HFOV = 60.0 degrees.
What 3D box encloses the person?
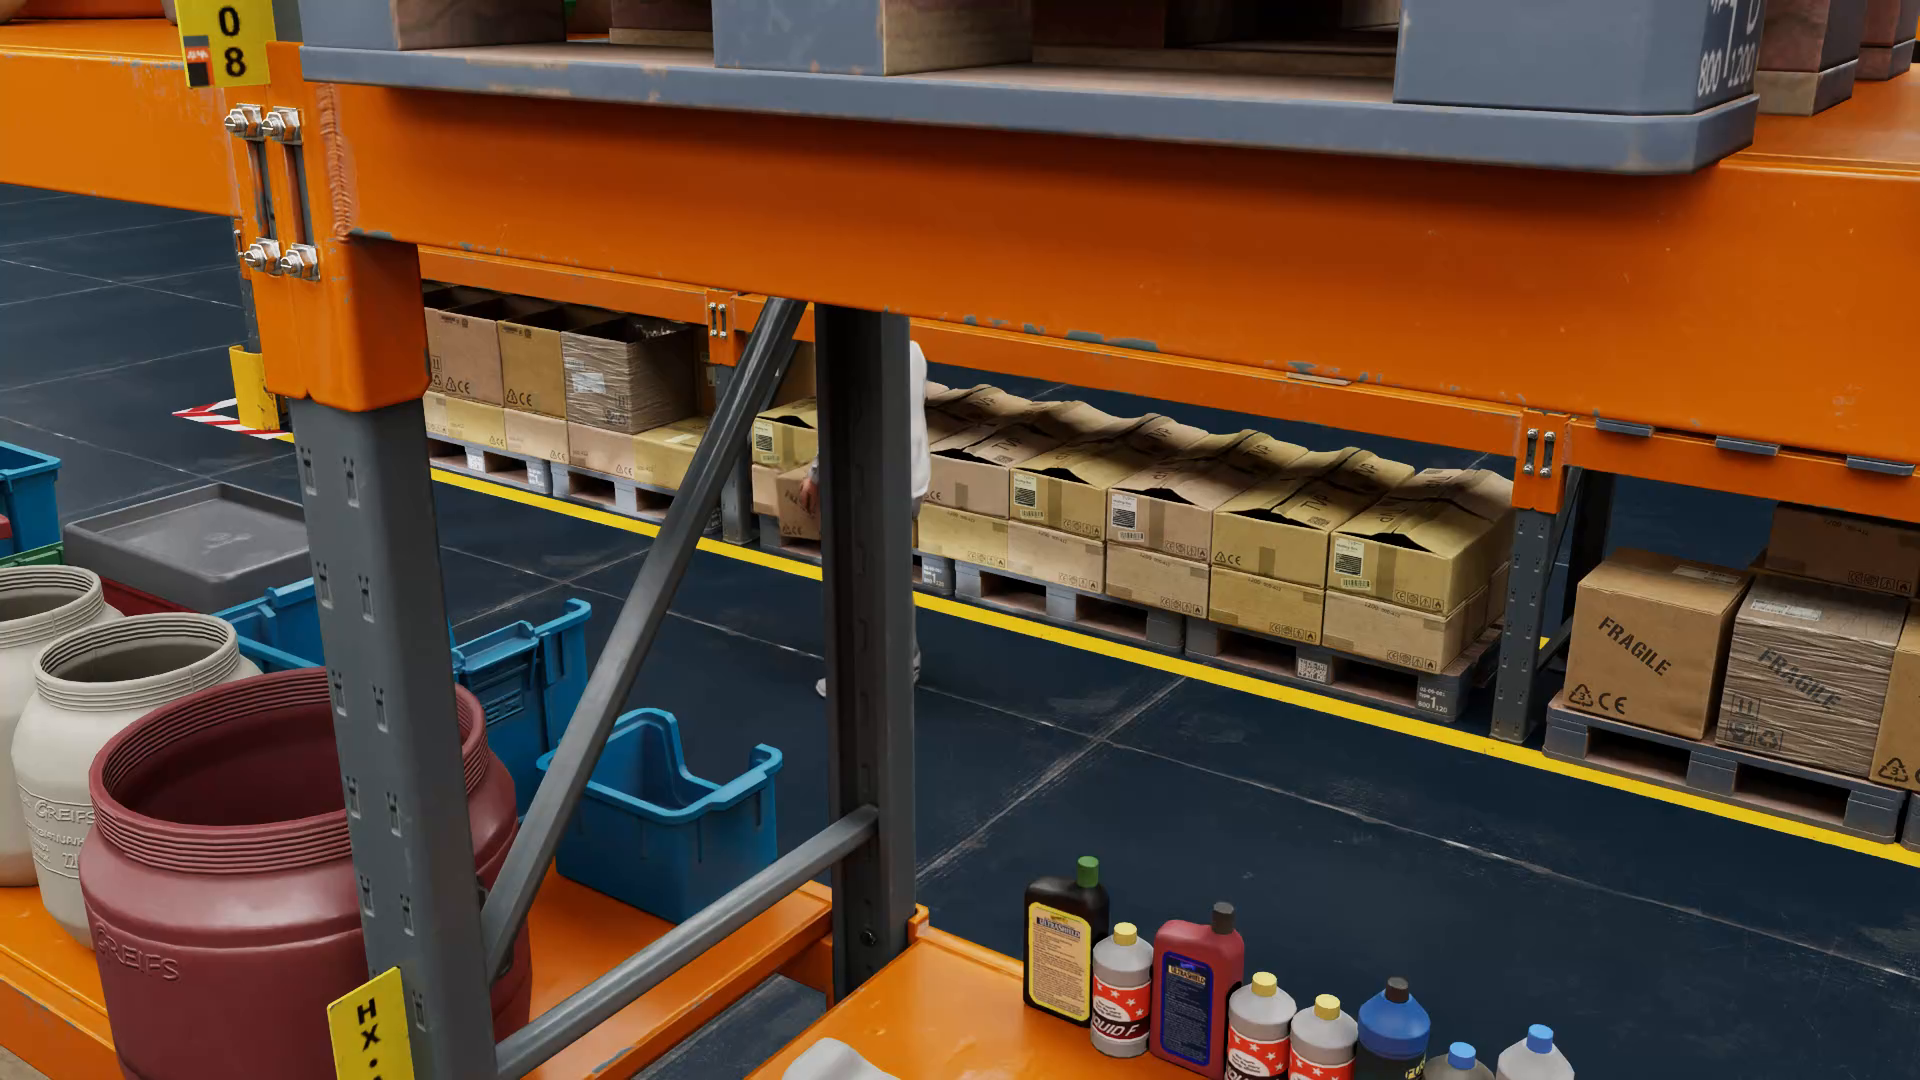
[{"bbox_3d":[-0.367,-0.212,6.613,0.470,1.779,0.546,12,23,31],"label":"person"}]
